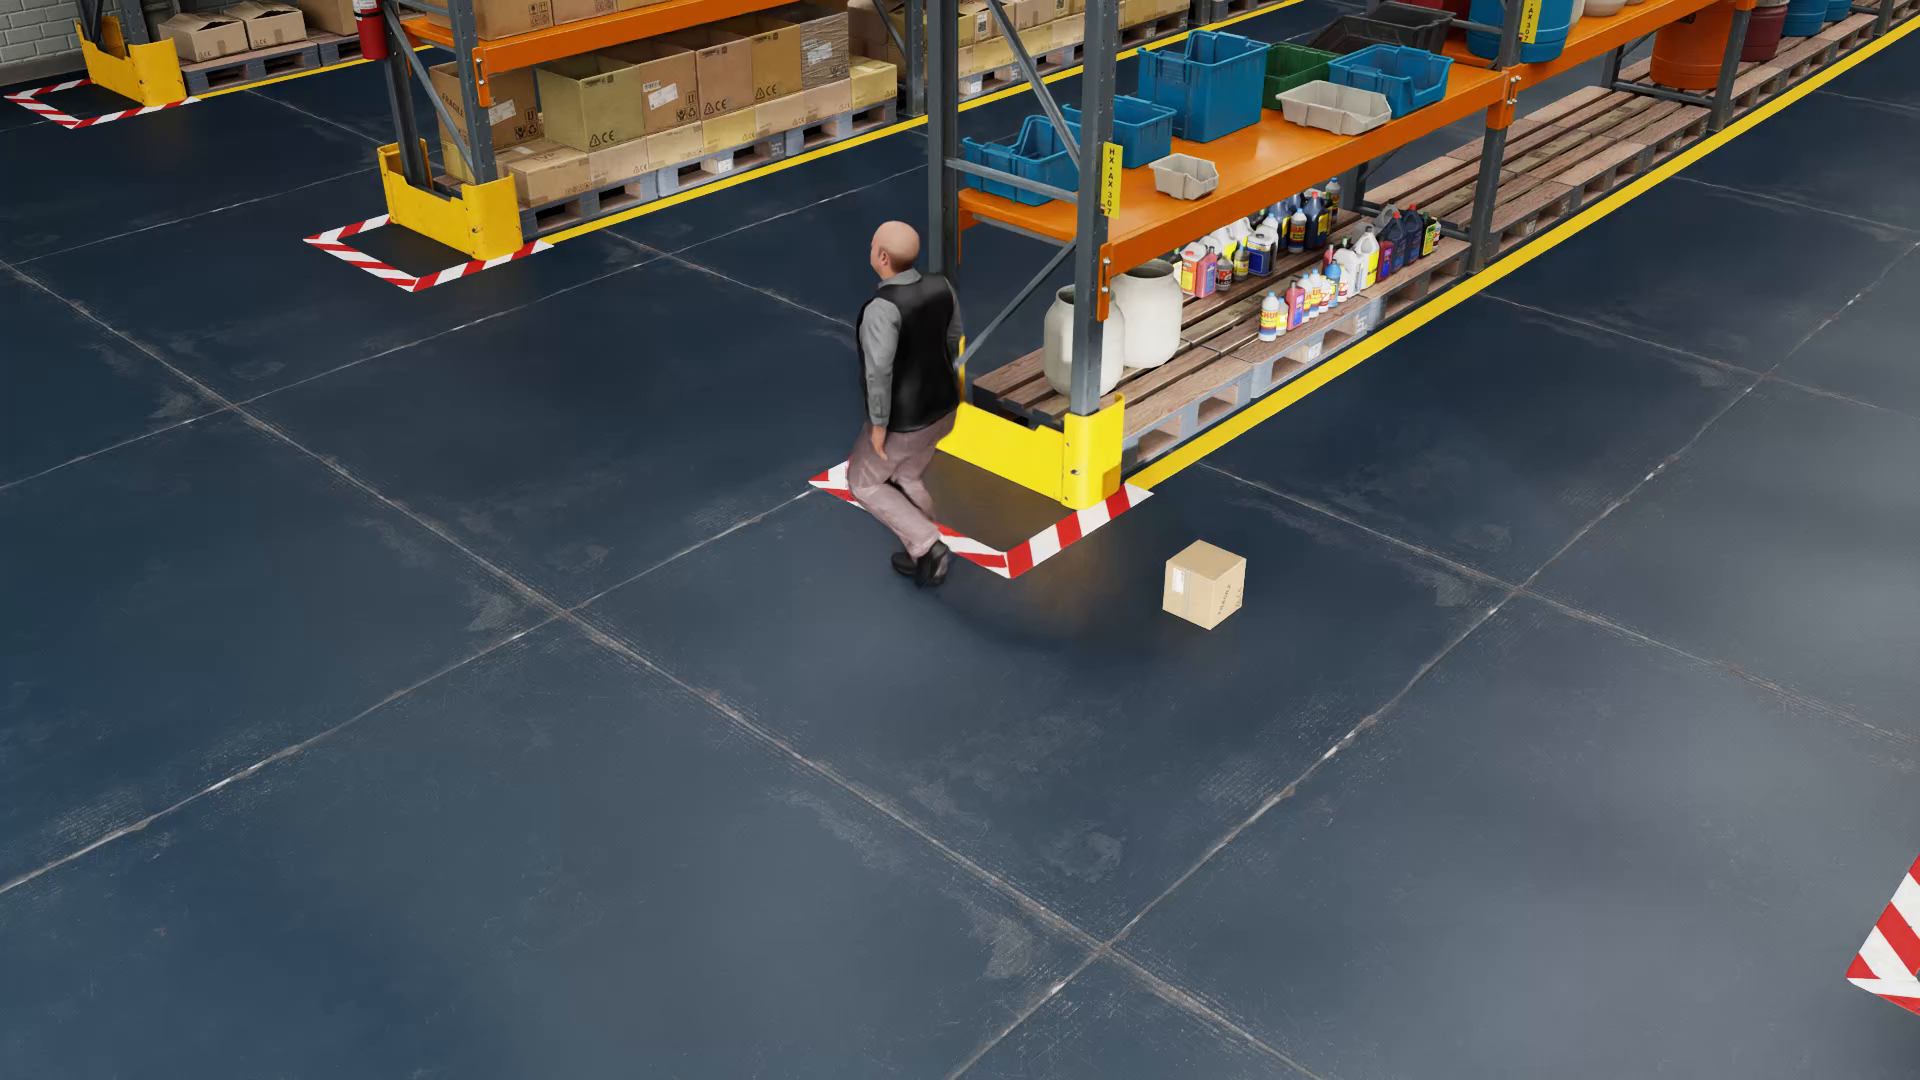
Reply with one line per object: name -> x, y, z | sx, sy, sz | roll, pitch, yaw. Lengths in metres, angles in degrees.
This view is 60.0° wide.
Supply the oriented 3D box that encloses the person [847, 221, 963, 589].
person -> -0.228, -0.548, 7.118 | 0.562, 1.655, 0.687 | 23, 38, 32
